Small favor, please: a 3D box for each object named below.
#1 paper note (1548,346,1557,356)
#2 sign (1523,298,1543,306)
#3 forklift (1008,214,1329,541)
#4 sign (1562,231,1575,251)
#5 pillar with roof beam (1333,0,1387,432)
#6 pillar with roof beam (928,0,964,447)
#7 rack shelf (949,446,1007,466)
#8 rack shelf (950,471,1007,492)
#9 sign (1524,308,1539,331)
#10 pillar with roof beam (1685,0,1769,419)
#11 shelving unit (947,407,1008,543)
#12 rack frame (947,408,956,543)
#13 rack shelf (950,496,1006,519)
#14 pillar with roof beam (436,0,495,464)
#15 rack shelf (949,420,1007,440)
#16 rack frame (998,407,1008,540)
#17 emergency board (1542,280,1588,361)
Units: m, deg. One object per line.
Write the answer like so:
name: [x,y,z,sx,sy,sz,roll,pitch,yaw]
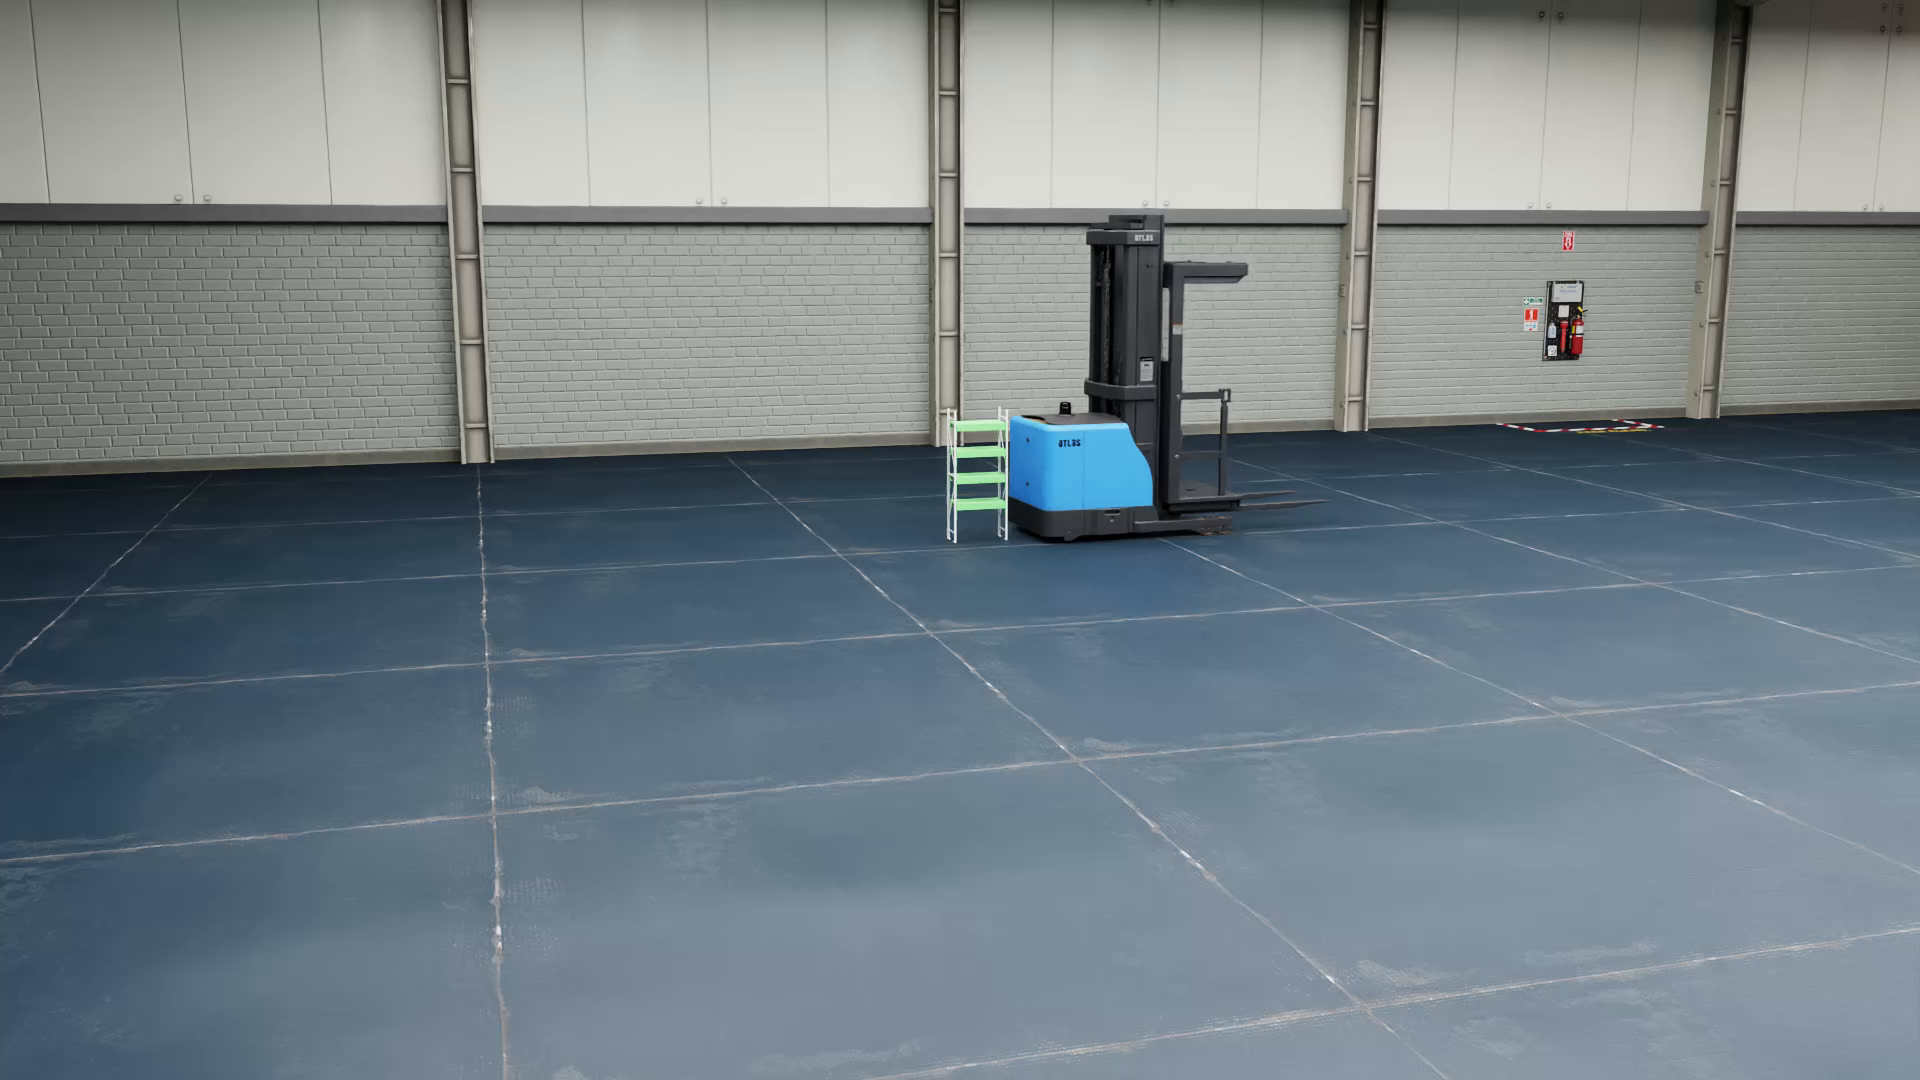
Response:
paper note: [8.773,-2.801,24.615,0.142,0.148,0.016,-3,11,-16]
sign: [8.409,-3.498,24.405,0.331,0.109,0.001,-3,11,-16]
forklift: [2.029,-1.569,15.675,3.031,2.935,1.130,-4,11,-19]
sign: [8.926,-4.388,24.400,0.199,0.298,0.001,-3,11,-16]
pillar with roof beam: [6.788,-5.248,18.904,0.400,9.000,9.100,-3,11,-16]
pillar with roof beam: [1.027,-4.945,17.255,0.400,9.000,9.100,-3,11,-16]
rack shelf: [0.159,-0.772,15.155,0.480,0.148,0.258,-3,11,-16]
rack shelf: [0.159,-0.536,15.198,0.480,0.148,0.258,-3,11,-16]
sign: [8.402,-3.239,24.461,0.234,0.329,0.001,-3,11,-16]
pillar with roof beam: [12.548,-5.552,20.553,0.548,9.000,9.100,-3,11,-16]
shelving unit: [0.159,-0.598,15.187,0.503,1.200,0.258,-3,11,-16]
rack frame: [-0.075,-0.586,15.120,0.015,1.200,0.240,-3,11,-16]
rack shelf: [0.159,-0.300,15.242,0.480,0.148,0.258,-3,11,-16]
pillar with roof beam: [-4.734,-4.641,15.605,0.400,9.000,9.100,-3,11,-16]
rack shelf: [0.159,-1.008,15.112,0.480,0.148,0.258,-3,11,-16]
rack frame: [0.393,-0.611,15.254,0.015,1.200,0.240,-3,11,-16]
emergency board: [8.962,-3.231,24.518,0.643,1.169,0.194,-3,11,-16]
